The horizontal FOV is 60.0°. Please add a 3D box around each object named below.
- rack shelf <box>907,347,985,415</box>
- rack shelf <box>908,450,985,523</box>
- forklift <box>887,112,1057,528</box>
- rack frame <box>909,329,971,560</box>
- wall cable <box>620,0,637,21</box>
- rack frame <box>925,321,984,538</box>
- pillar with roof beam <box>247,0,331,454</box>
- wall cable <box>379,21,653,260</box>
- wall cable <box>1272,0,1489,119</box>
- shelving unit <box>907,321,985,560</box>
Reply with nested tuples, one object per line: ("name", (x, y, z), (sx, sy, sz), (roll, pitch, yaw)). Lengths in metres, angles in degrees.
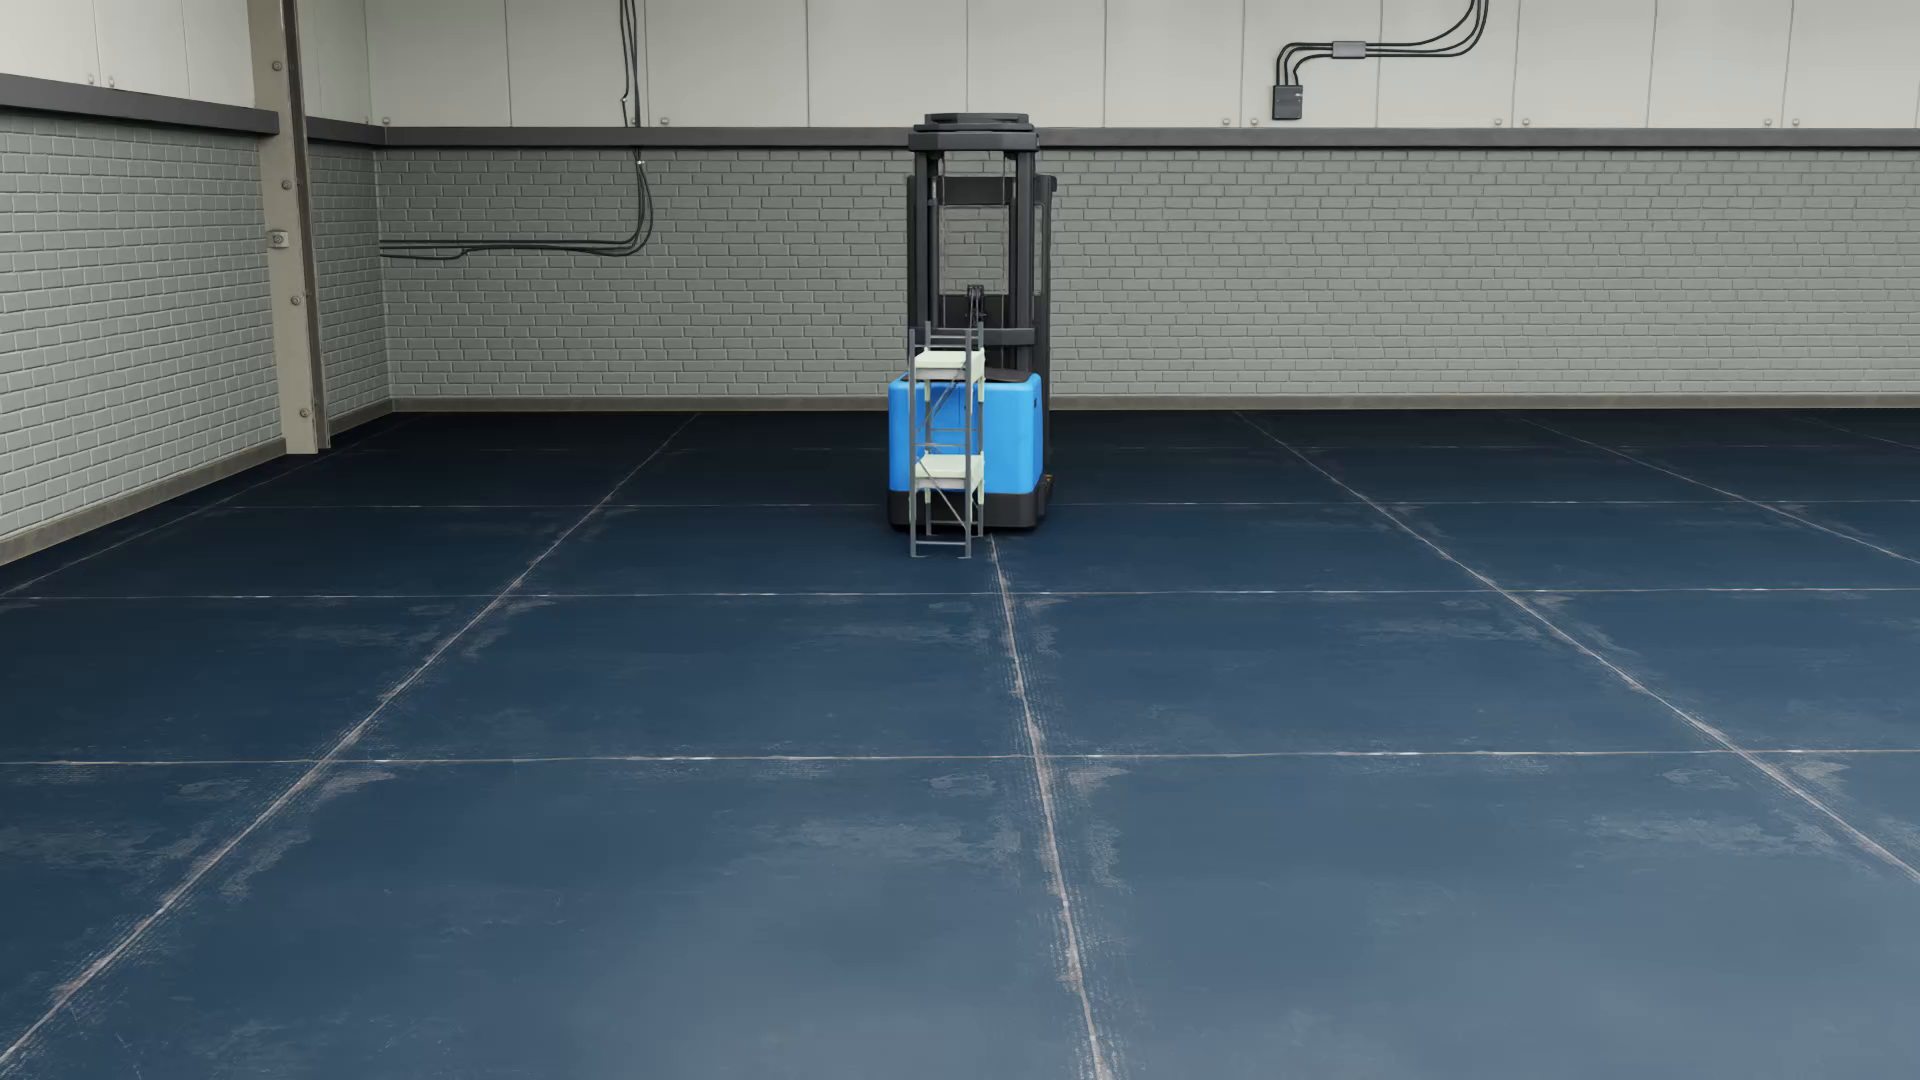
("rack shelf", (-0.083, -1.068, 11.089), (0.431, 0.370, 0.720), (1, 12, 7))
("rack shelf", (-0.083, -0.366, 11.231), (0.431, 0.370, 0.720), (1, 12, 7))
("forklift", (0.171, -1.762, 12.873), (1.130, 2.935, 3.031), (1, 12, 7))
("rack frame", (-0.128, -0.613, 10.810), (0.400, 1.500, 0.023), (1, 12, 7))
("wall cable", (-2.212, -6.813, 17.614), (3.097, 2.526, 0.112), (0, 11, -1))
("rack frame", (-0.039, -0.758, 11.522), (0.400, 1.500, 0.023), (1, 12, 7))
("pillar with roof beam", (-1.873, -5.275, 14.926), (9.100, 9.000, 0.400), (0, 11, -1))
("wall cable", (-4.916, -4.326, 18.061), (3.097, 2.526, 0.112), (0, 11, -1))
("wall cable", (4.575, -7.551, 17.591), (2.305, 6.003, 0.169), (0, 11, -1))
("shelving unit", (-0.083, -0.686, 11.166), (0.431, 1.500, 0.755), (1, 12, 7))
